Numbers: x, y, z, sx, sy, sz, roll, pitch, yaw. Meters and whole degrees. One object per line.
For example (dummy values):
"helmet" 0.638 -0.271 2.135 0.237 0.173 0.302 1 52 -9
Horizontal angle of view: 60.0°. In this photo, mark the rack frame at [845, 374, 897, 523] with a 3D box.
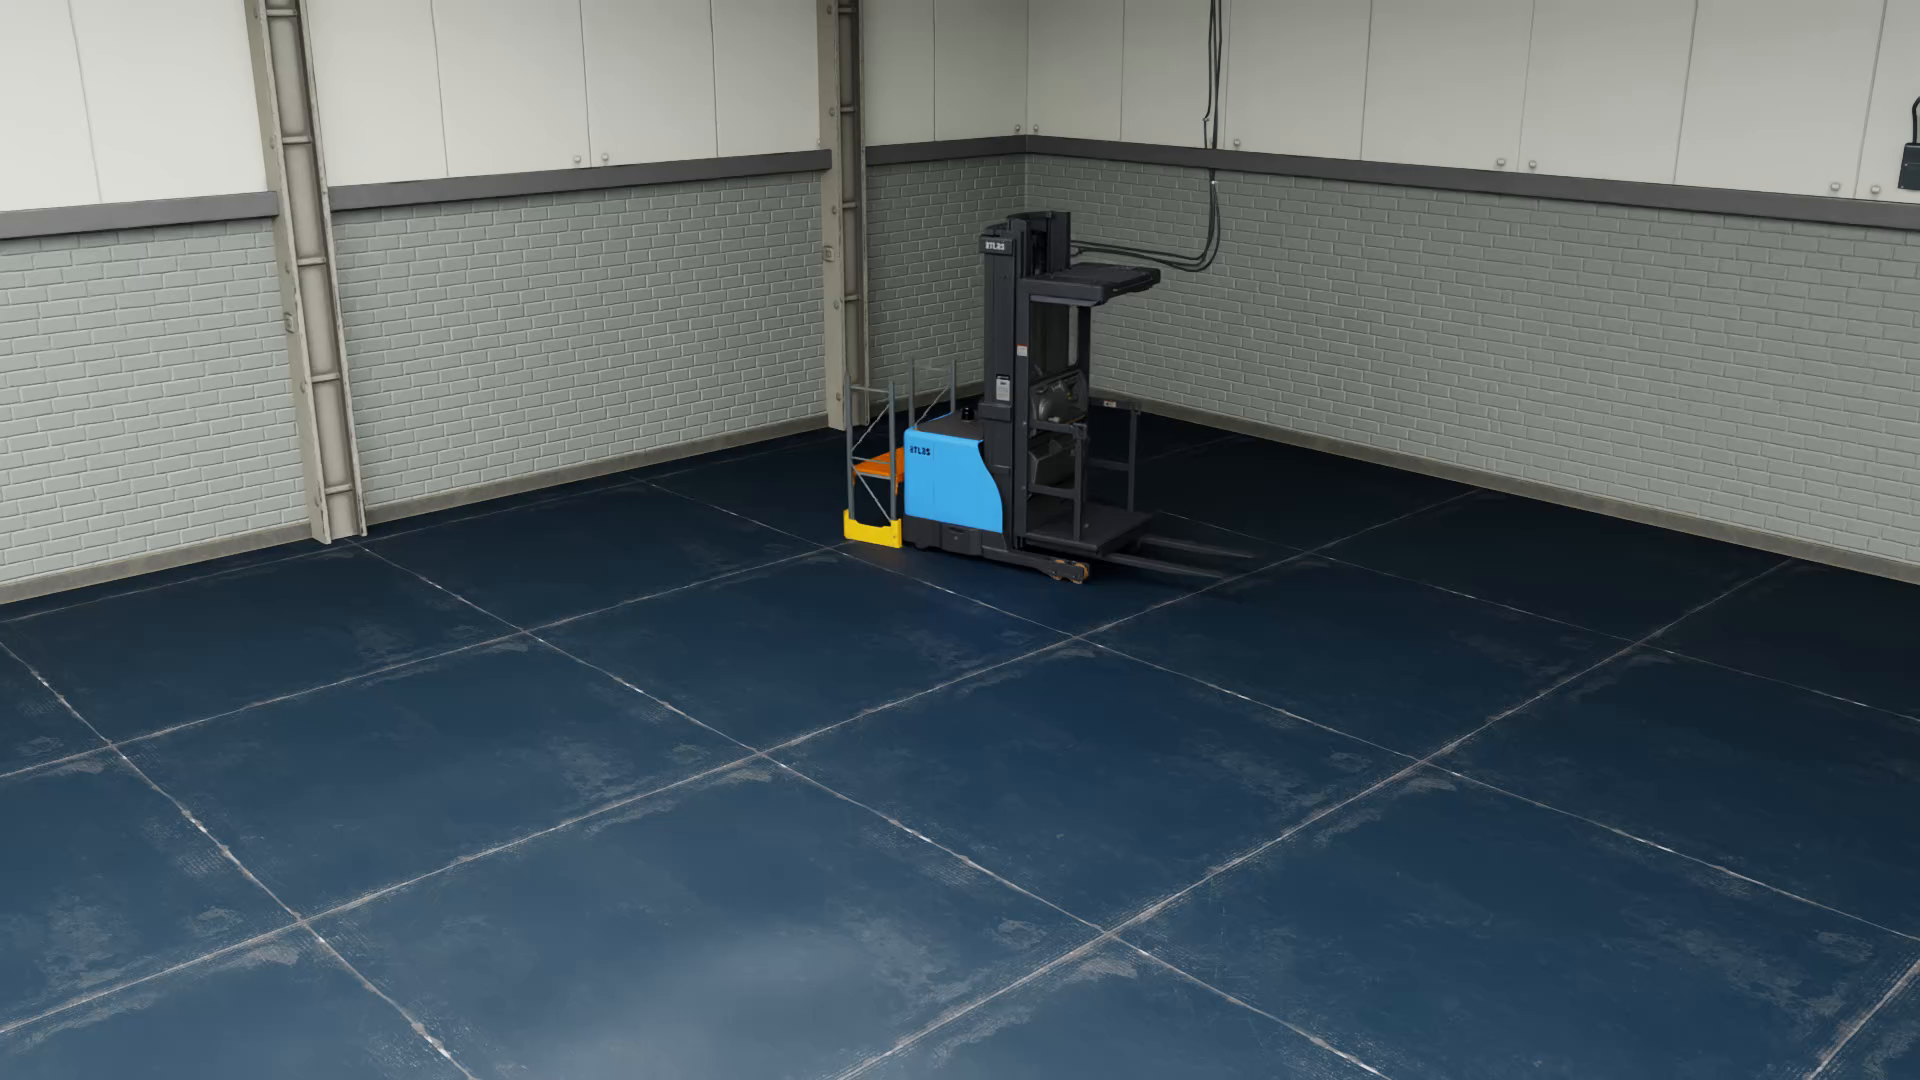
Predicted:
"rack frame" -0.784 -0.699 14.710 0.500 1.500 0.032 11 21 30

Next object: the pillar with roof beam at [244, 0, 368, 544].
"pillar with roof beam" -2.676 -3.354 10.738 0.400 9.000 9.100 -16 24 -41

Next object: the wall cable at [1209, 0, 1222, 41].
"wall cable" 3.634 -6.237 16.476 0.112 2.526 3.097 -16 24 -41

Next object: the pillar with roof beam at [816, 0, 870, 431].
"pillar with roof beam" 1.683 -4.625 14.659 0.400 9.000 9.100 -16 24 -41

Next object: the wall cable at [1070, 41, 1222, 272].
"wall cable" 1.775 -4.441 19.125 0.112 2.526 3.097 -16 24 -41

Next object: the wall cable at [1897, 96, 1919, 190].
"wall cable" 8.286 -5.405 11.550 0.169 6.003 2.305 -16 24 -41

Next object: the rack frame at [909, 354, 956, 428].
"rack frame" -0.256 -0.967 15.536 0.500 1.500 0.032 11 21 30

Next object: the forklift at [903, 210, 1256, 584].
"forklift" 1.013 -1.217 13.986 3.031 2.935 1.130 11 21 30

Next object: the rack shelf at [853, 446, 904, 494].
"rack shelf" -0.520 -0.662 15.179 0.538 0.185 1.000 11 21 30

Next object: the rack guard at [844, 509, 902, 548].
"rack guard" -0.783 -0.105 14.904 0.587 0.250 0.087 11 21 30

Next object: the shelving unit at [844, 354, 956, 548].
"shelving unit" -0.525 -0.831 15.116 0.587 1.500 1.083 11 21 30
